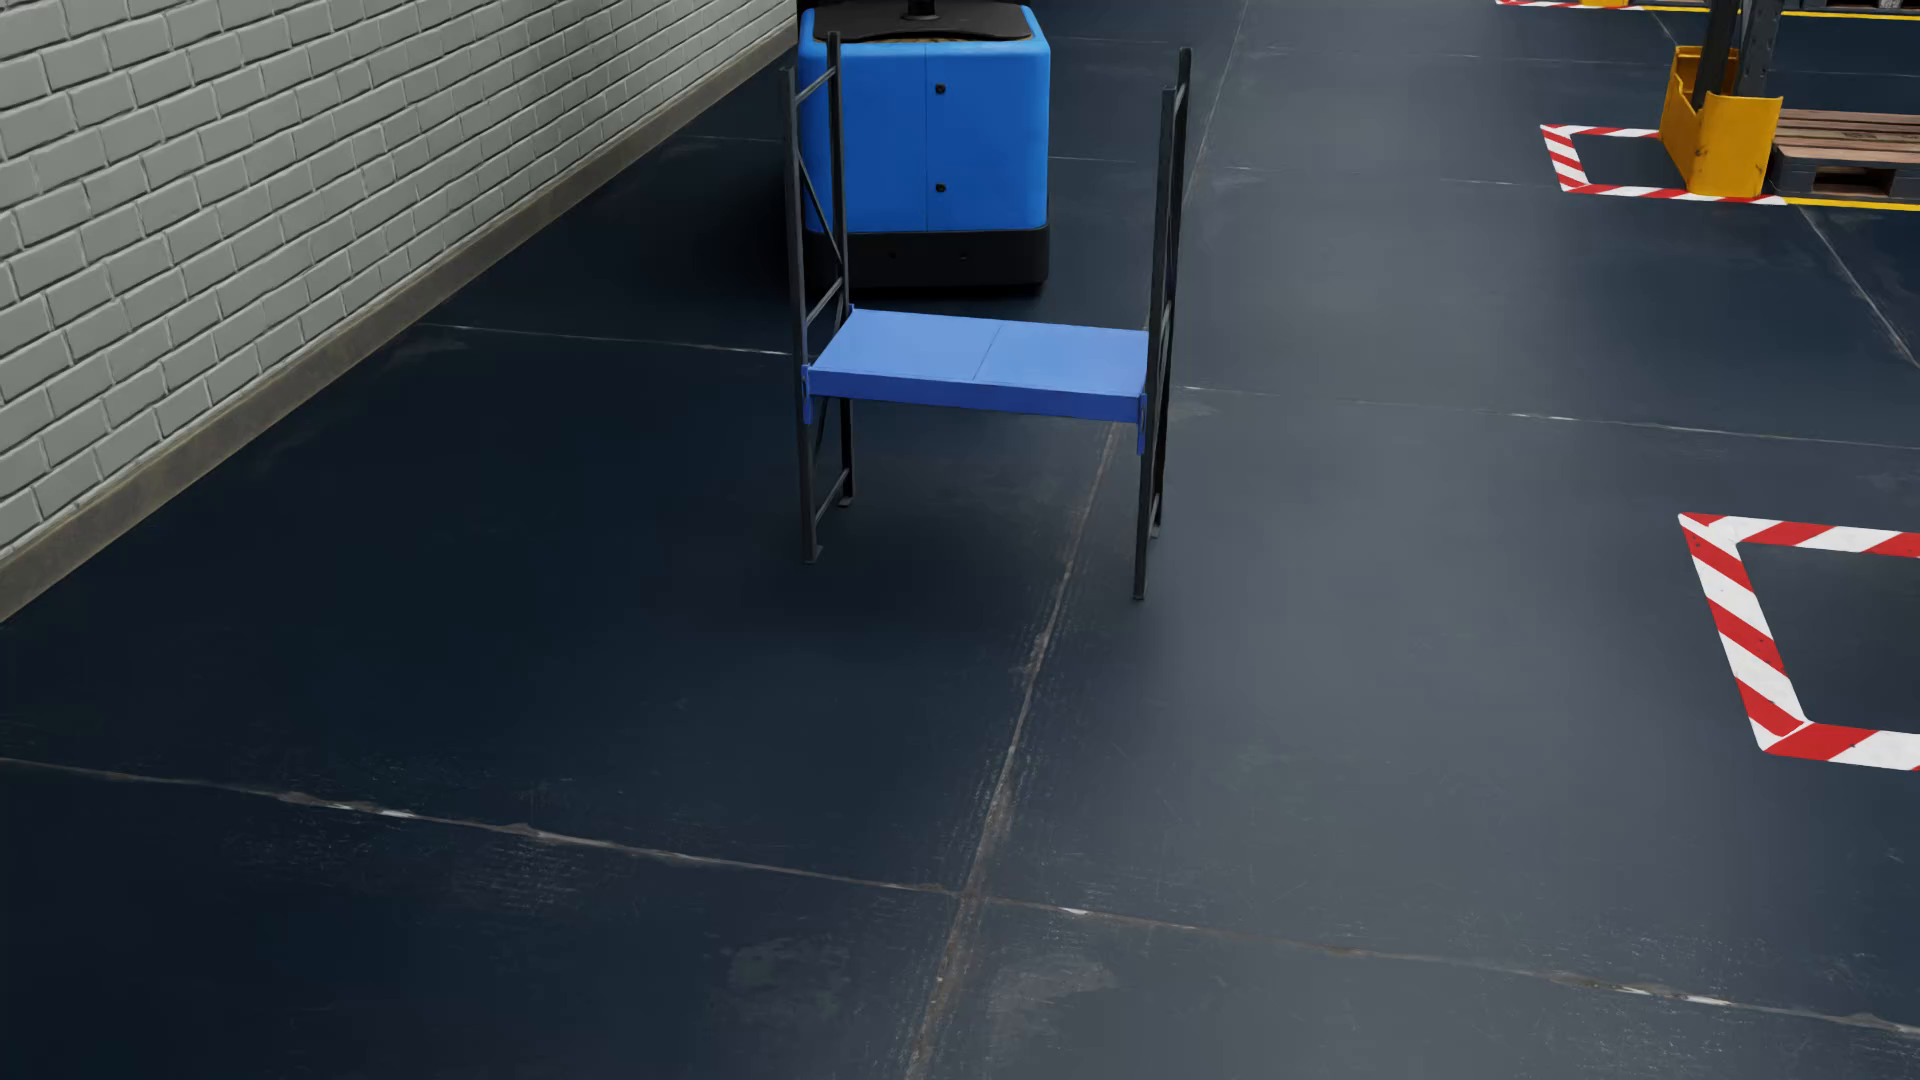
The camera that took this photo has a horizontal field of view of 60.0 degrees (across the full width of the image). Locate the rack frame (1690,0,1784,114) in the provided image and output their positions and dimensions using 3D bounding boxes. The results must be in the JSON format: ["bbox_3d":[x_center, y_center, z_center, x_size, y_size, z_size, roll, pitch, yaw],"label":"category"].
[{"bbox_3d":[4.029,-3.331,8.211,0.127,3.000,1.000,6,29,11],"label":"rack frame"}]

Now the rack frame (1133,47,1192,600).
[{"bbox_3d":[0.581,-0.598,4.781,0.032,1.500,0.500,6,29,11],"label":"rack frame"}]

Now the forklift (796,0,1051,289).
[{"bbox_3d":[-0.232,-3.025,7.724,1.130,2.935,3.031,-2,29,-3],"label":"forklift"}]

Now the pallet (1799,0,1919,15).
[{"bbox_3d":[7.051,-4.267,12.825,1.213,0.211,1.003,6,29,11],"label":"pallet"}]

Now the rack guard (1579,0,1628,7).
[{"bbox_3d":[5.040,-4.563,13.064,0.348,0.500,1.175,6,29,11],"label":"rack guard"}]

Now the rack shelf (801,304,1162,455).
[{"bbox_3d":[0.083,-0.492,4.961,1.000,0.185,0.538,6,29,11],"label":"rack shelf"}]

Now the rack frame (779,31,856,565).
[{"bbox_3d":[-0.414,-0.700,4.967,0.032,1.500,0.500,6,29,11],"label":"rack frame"}]

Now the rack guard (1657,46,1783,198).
[{"bbox_3d":[4.003,-2.231,8.805,0.348,0.500,1.175,6,29,11],"label":"rack guard"}]

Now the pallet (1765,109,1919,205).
[{"bbox_3d":[4.828,-2.007,8.696,1.213,0.211,1.003,6,29,11],"label":"pallet"}]

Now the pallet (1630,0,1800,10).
[{"bbox_3d":[5.862,-4.391,13.050,1.213,0.211,1.003,6,29,11],"label":"pallet"}]

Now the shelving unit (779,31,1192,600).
[{"bbox_3d":[0.083,-0.649,4.874,1.048,1.500,0.538,6,29,11],"label":"shelving unit"}]
